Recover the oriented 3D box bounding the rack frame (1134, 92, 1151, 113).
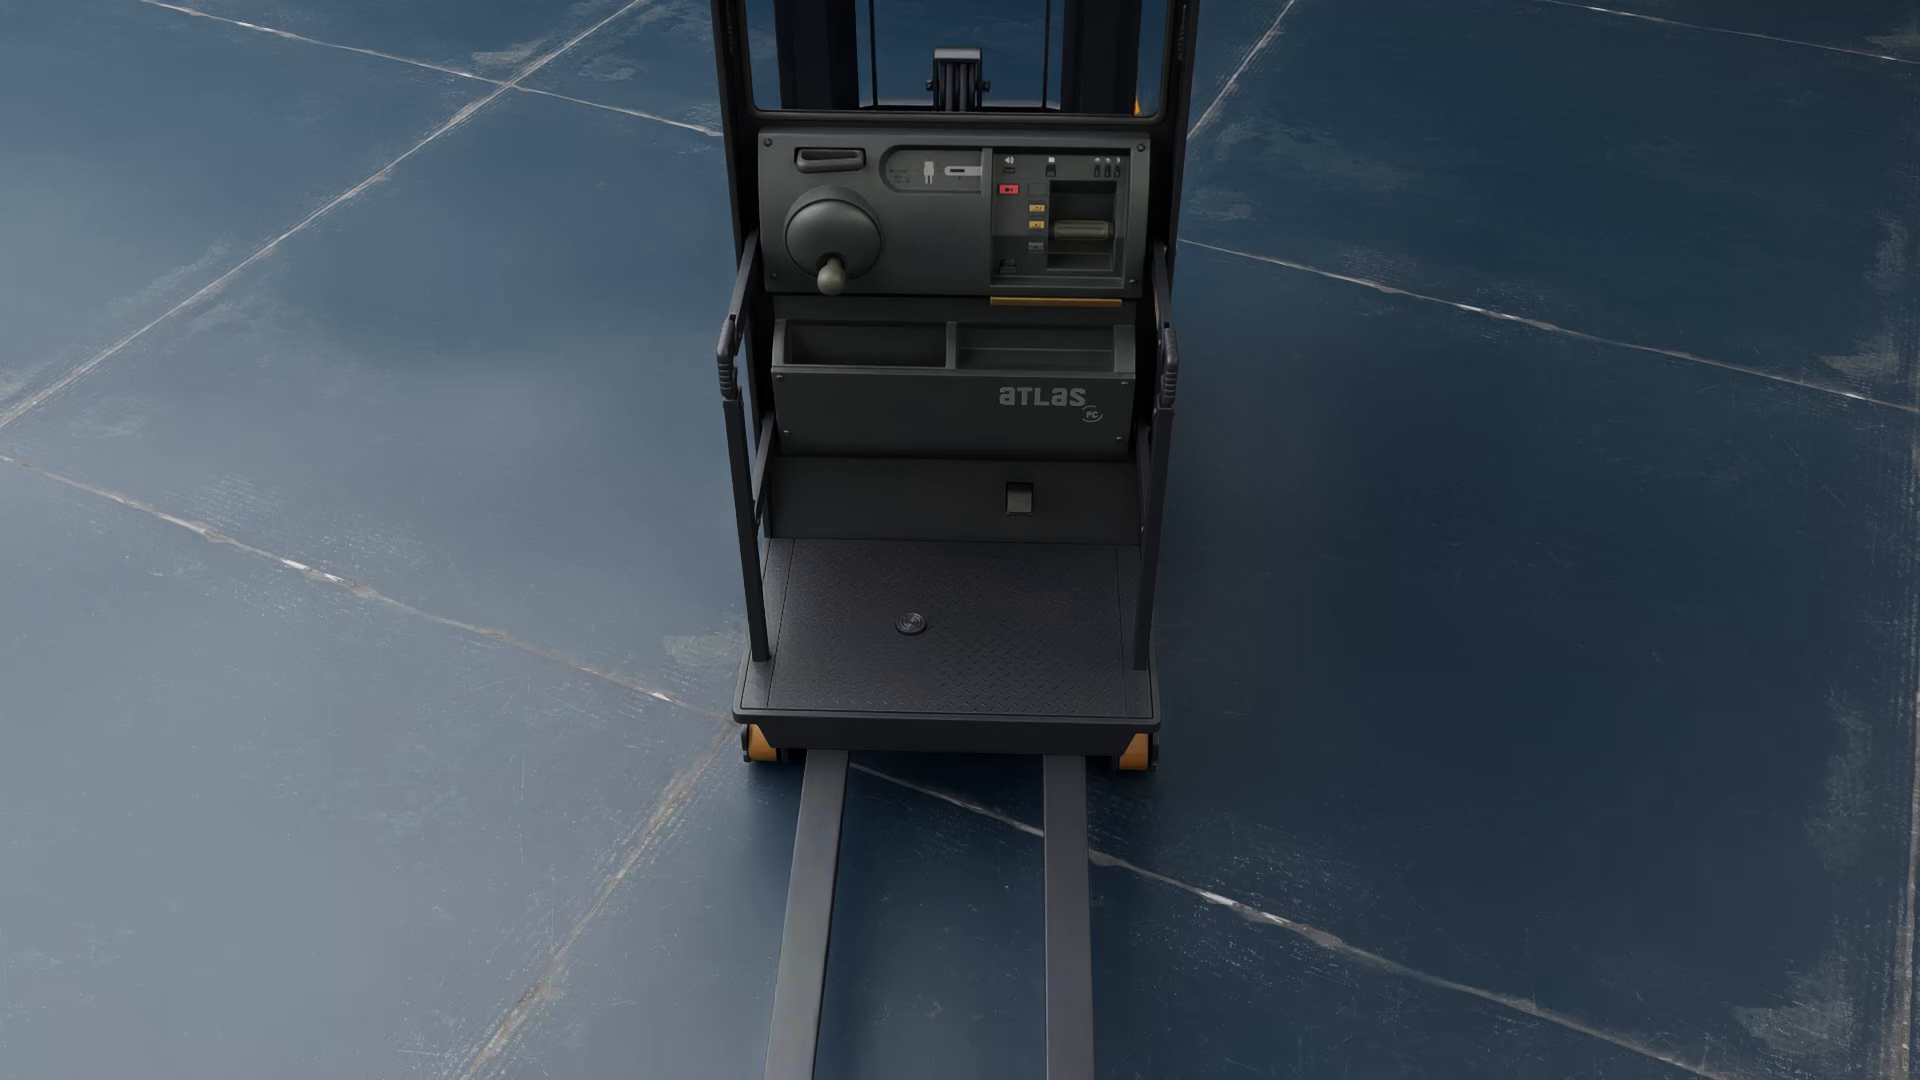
[{"bbox_3d":[0.505,-1.008,5.599,0.200,1.050,0.008,-2,39,-2],"label":"rack frame"}]

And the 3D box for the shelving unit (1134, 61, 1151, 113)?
[{"bbox_3d":[0.498,-1.085,5.693,0.215,1.050,0.252,-2,39,-2],"label":"shelving unit"}]

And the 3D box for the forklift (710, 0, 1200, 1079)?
[{"bbox_3d":[-0.020,-0.699,3.818,1.130,2.935,3.031,1,41,1],"label":"forklift"}]

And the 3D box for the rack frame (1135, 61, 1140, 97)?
[{"bbox_3d":[0.492,-1.161,5.788,0.200,1.050,0.008,-2,39,-2],"label":"rack frame"}]

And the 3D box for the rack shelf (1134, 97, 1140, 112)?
[{"bbox_3d":[0.498,-1.297,5.522,0.215,0.259,0.240,-2,39,-2],"label":"rack shelf"}]
